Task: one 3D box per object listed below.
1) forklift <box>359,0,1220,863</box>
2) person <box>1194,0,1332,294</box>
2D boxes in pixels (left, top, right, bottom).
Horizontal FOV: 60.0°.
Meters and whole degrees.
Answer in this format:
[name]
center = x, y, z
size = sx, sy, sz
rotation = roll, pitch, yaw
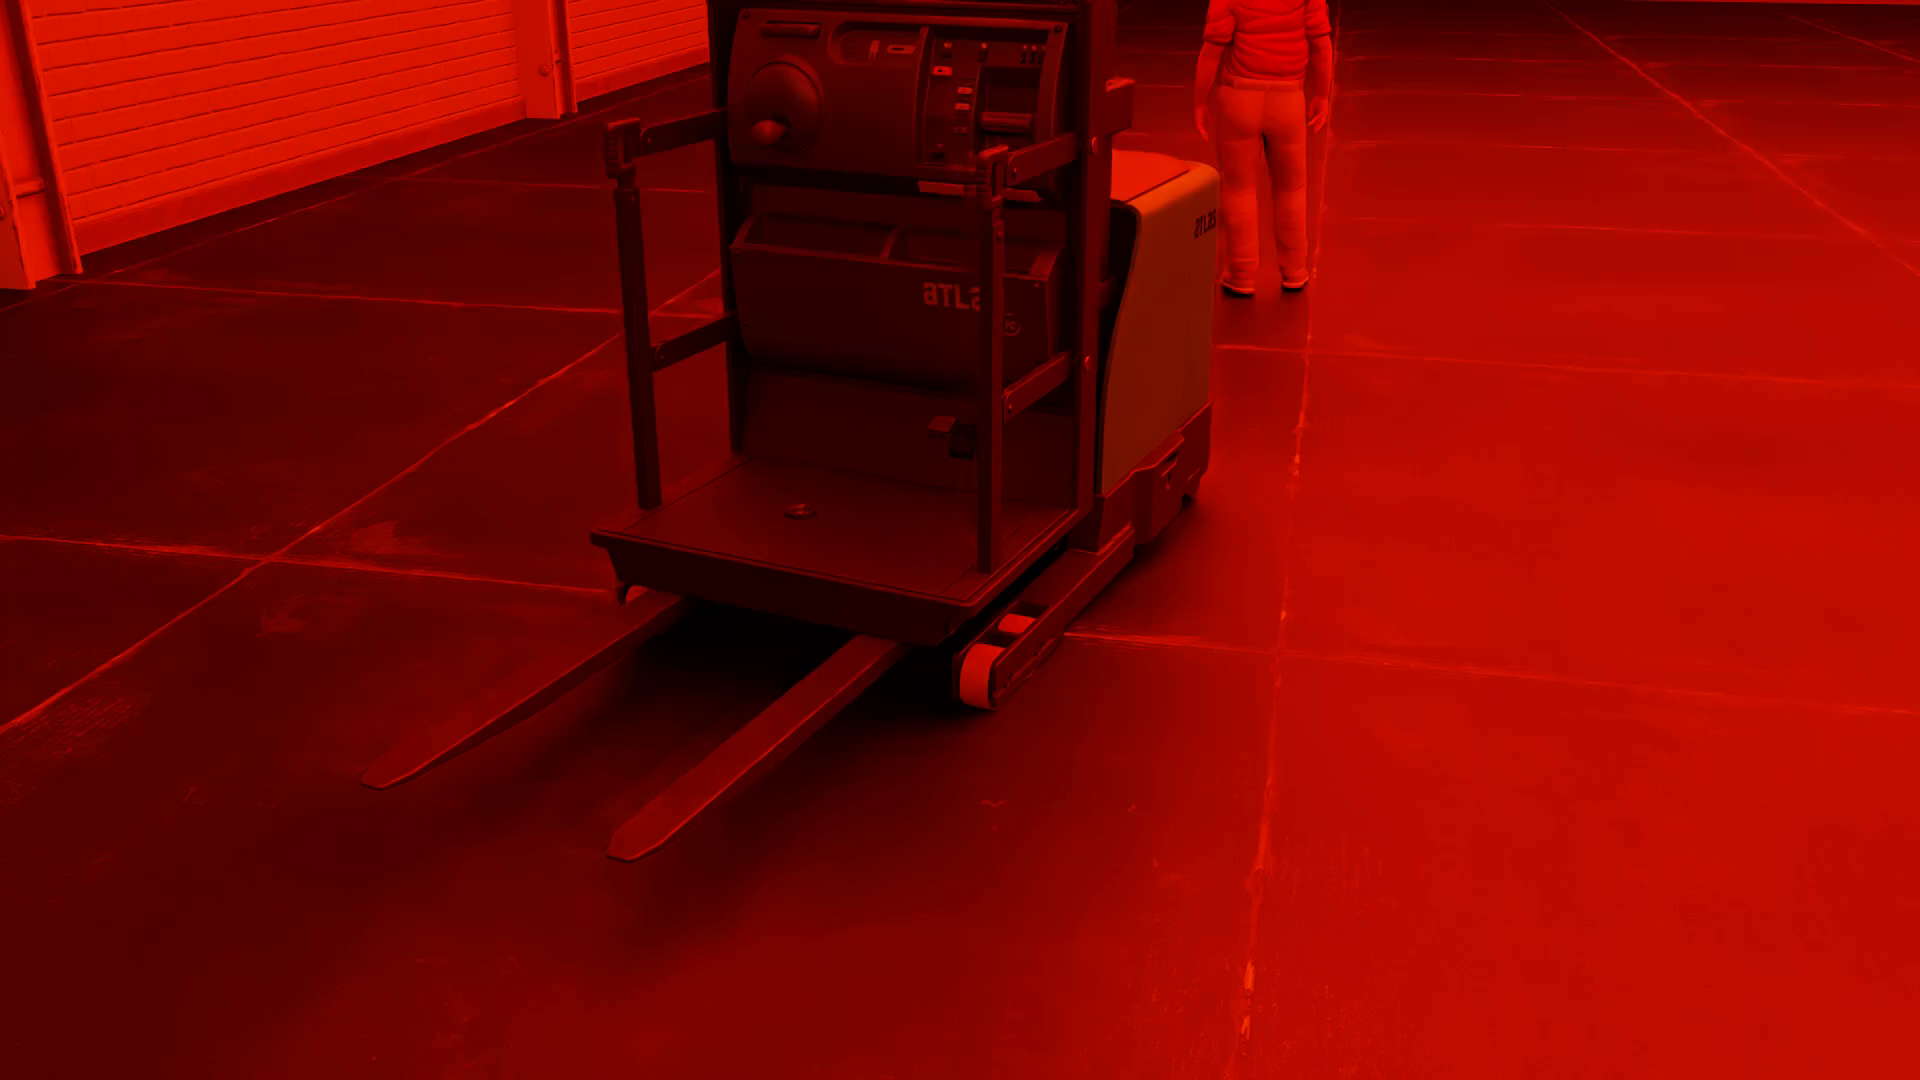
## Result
[forklift]
center = -0.263, -1.123, 4.020
size = 1.130, 2.935, 3.031
rotation = 10, 24, 24
[person]
center = 1.411, -2.031, 7.819
size = 0.641, 1.728, 0.550
rotation = 1, 22, 2
